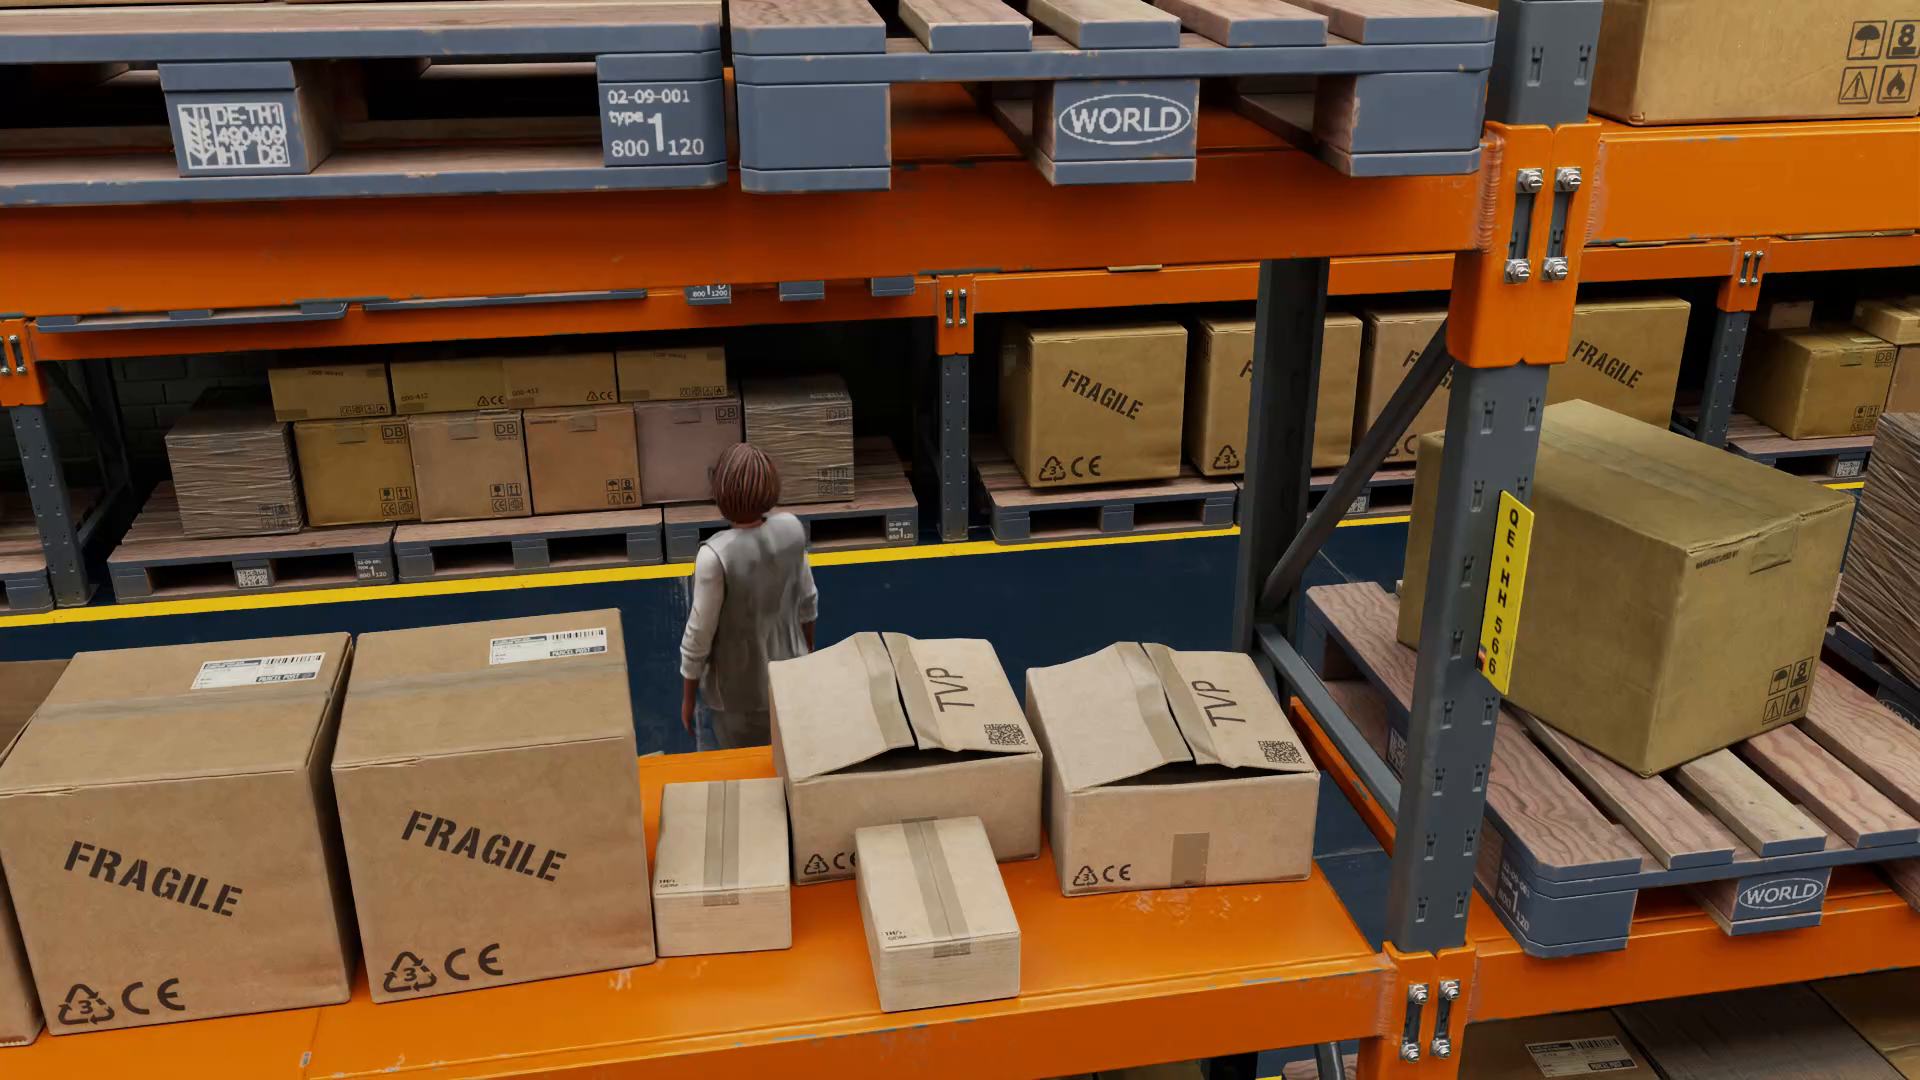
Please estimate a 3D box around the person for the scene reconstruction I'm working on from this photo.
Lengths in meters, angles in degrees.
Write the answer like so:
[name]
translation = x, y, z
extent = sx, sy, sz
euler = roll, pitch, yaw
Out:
[person]
translation = -0.633, 0.434, 5.085
extent = 0.565, 1.590, 0.547
euler = 20, 31, 38
